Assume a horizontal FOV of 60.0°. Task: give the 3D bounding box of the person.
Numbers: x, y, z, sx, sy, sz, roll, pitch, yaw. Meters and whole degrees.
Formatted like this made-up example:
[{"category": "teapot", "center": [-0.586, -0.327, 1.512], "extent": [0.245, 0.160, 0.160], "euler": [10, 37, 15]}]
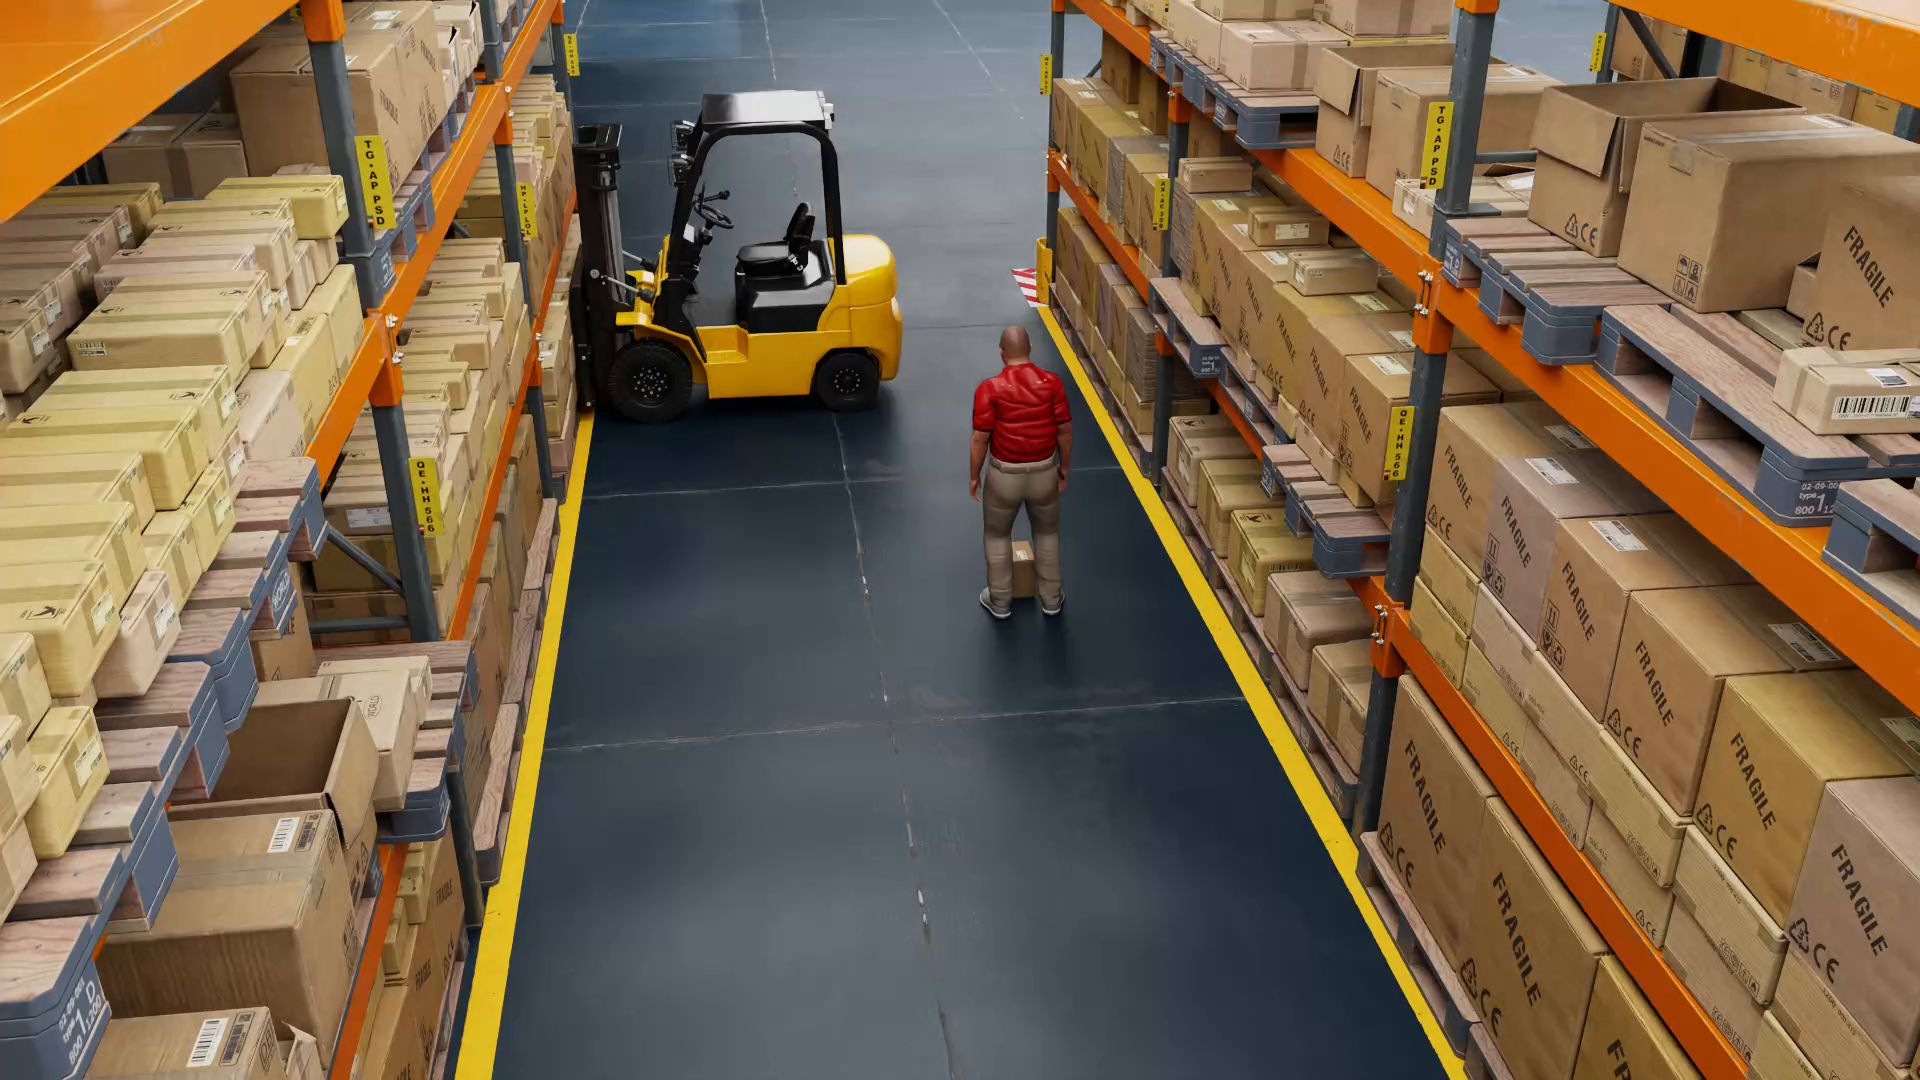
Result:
[{"category": "person", "center": [0.340, -0.368, 9.355], "extent": [0.602, 1.726, 0.407], "euler": [-5, 27, -10]}]
